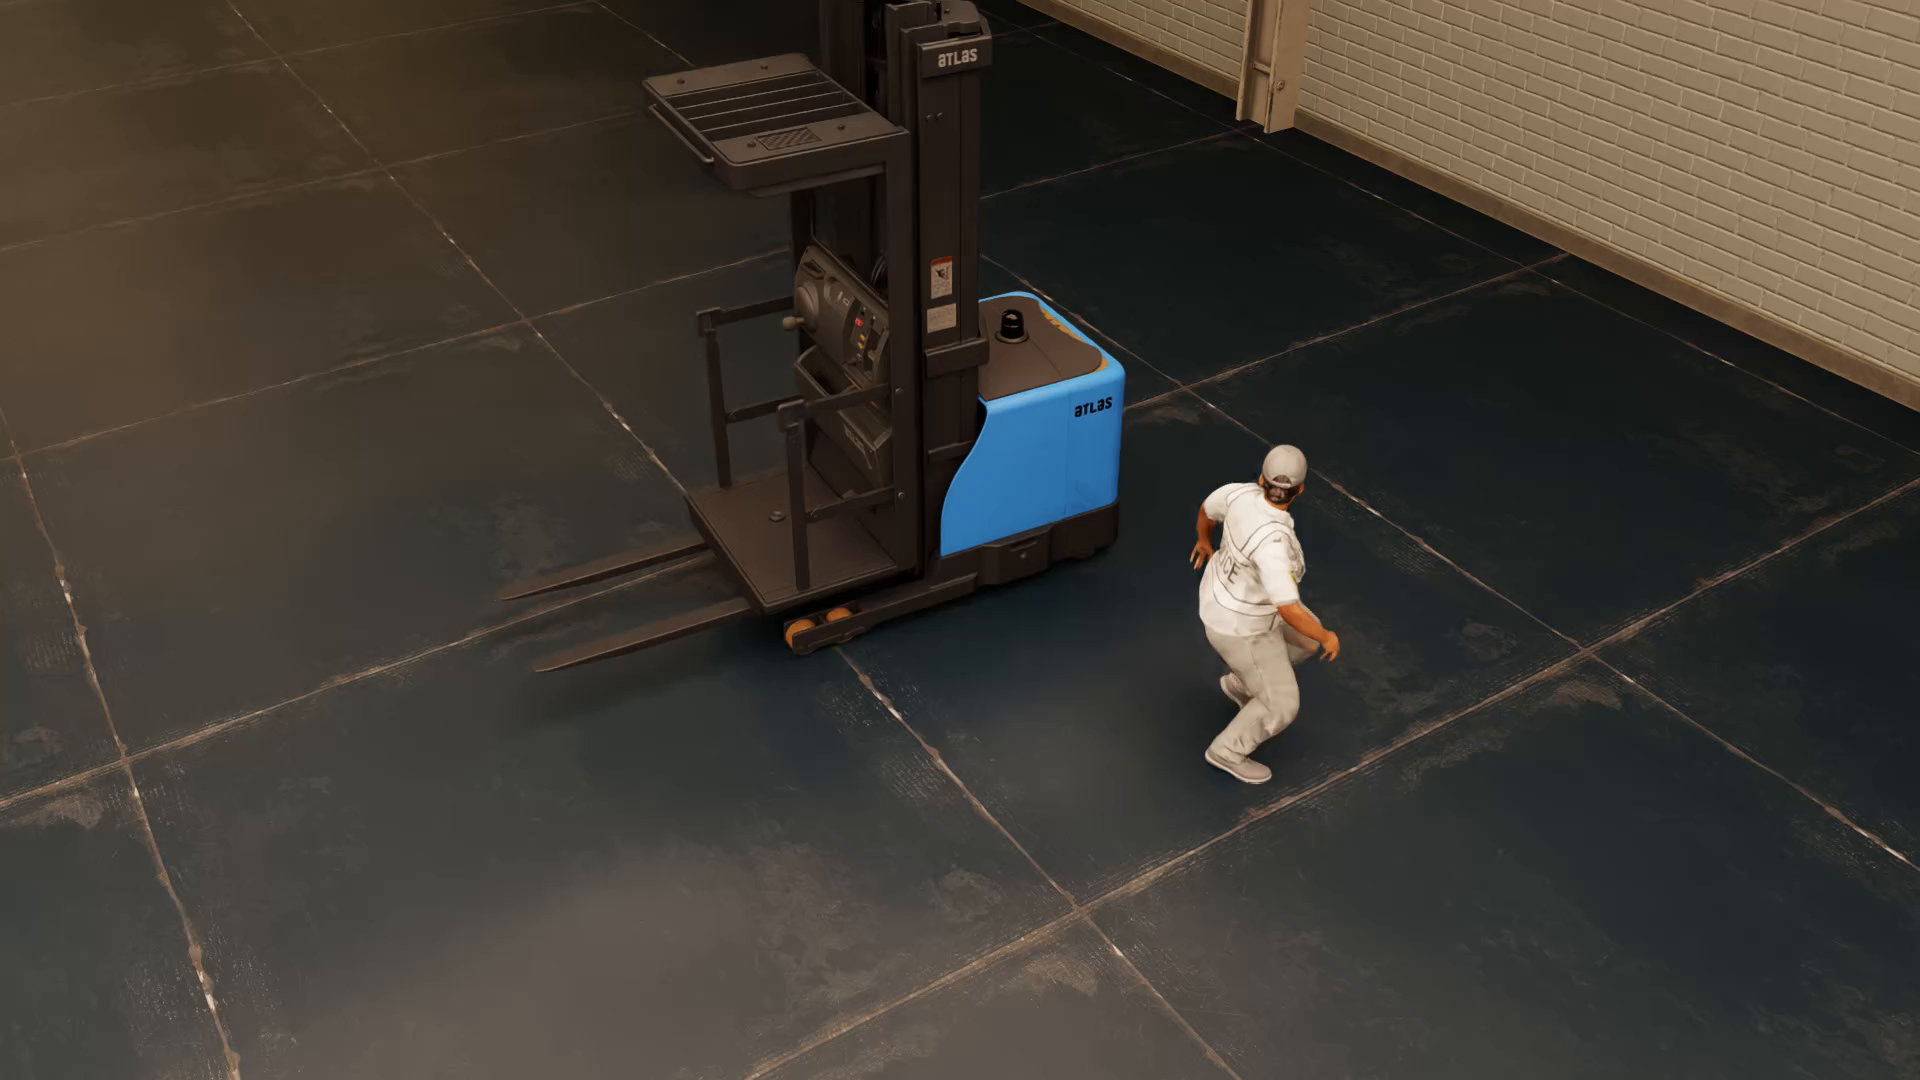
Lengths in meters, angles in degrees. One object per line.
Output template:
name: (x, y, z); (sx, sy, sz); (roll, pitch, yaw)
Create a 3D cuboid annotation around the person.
person: (1.263, 0.283, 6.937); (0.618, 1.583, 0.706); (4, 35, 6)

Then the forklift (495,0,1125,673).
forklift: (-0.729, -1.001, 7.573); (3.031, 2.935, 1.130); (-17, 39, -23)
